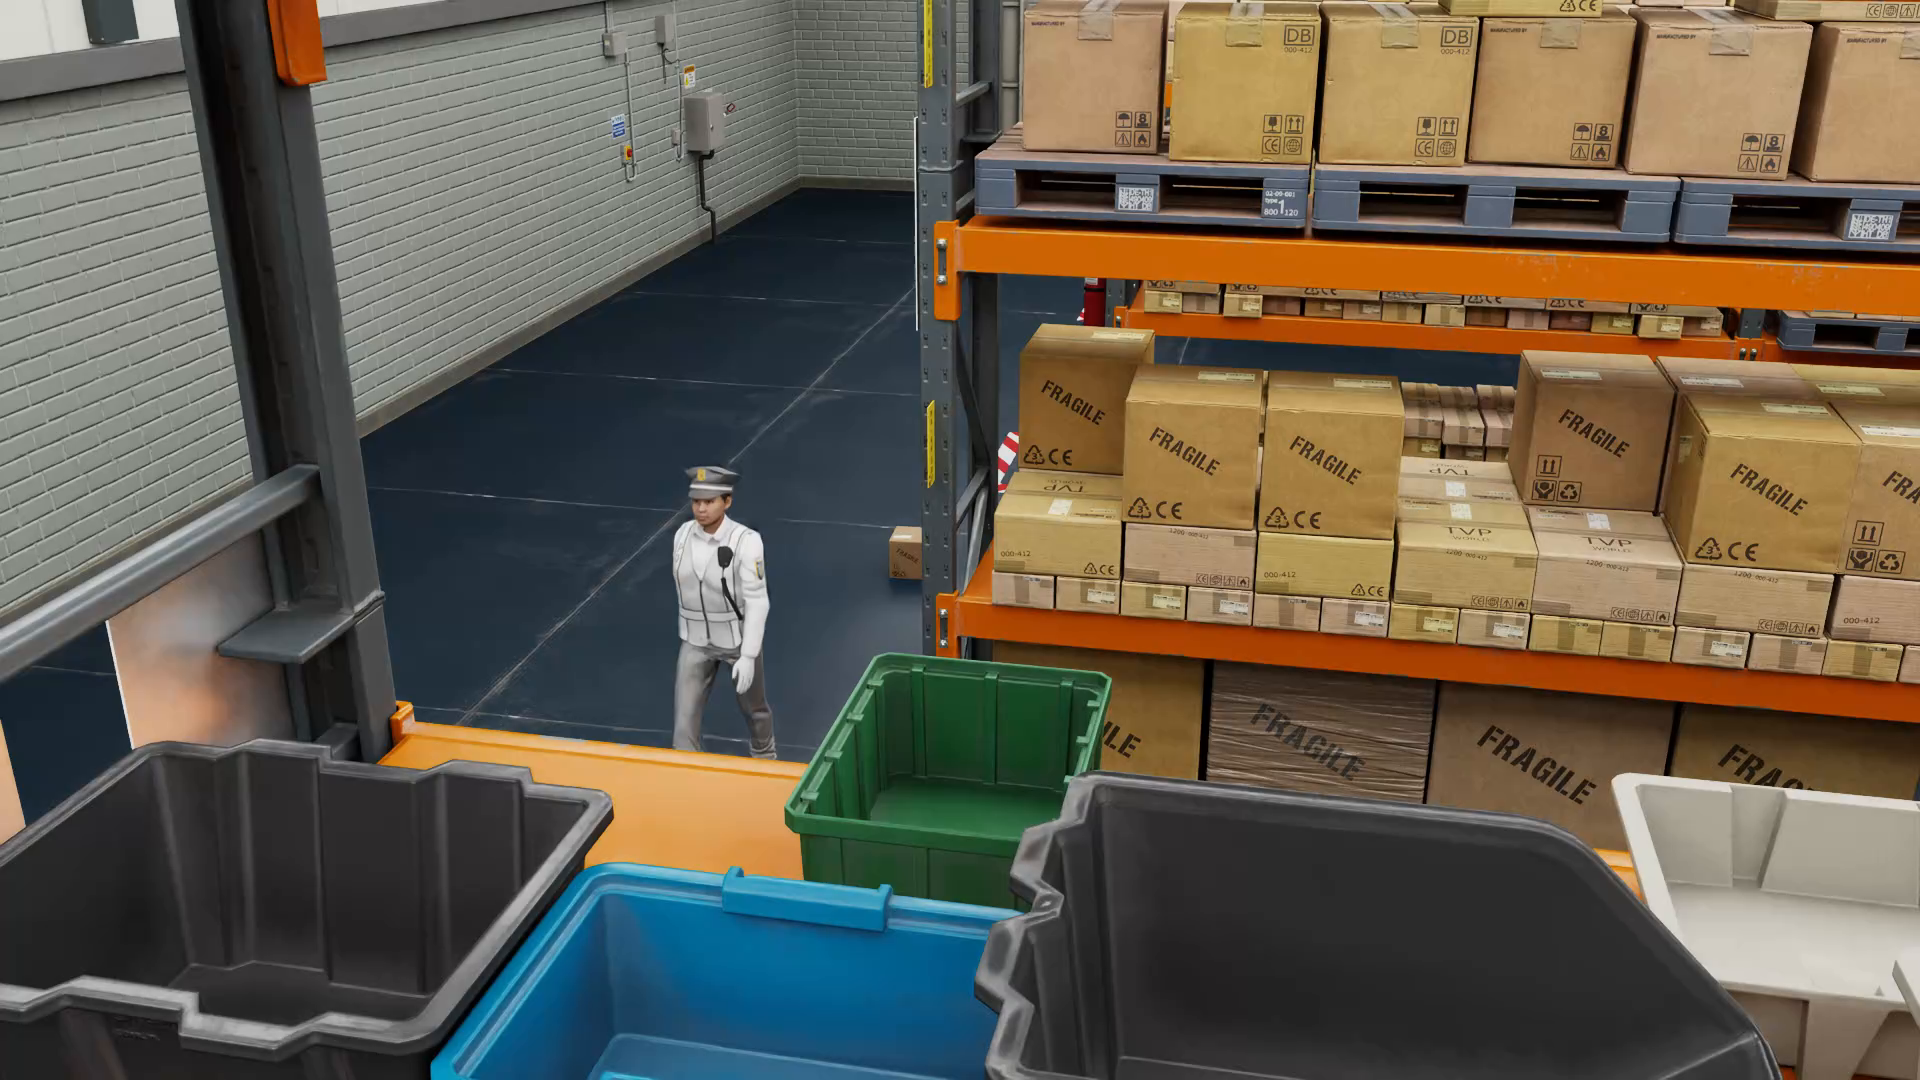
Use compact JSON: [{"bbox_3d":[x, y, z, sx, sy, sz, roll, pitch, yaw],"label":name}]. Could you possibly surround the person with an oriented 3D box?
[{"bbox_3d":[-1.079,0.473,7.322,0.489,1.638,0.955,5,22,13],"label":"person"}]
